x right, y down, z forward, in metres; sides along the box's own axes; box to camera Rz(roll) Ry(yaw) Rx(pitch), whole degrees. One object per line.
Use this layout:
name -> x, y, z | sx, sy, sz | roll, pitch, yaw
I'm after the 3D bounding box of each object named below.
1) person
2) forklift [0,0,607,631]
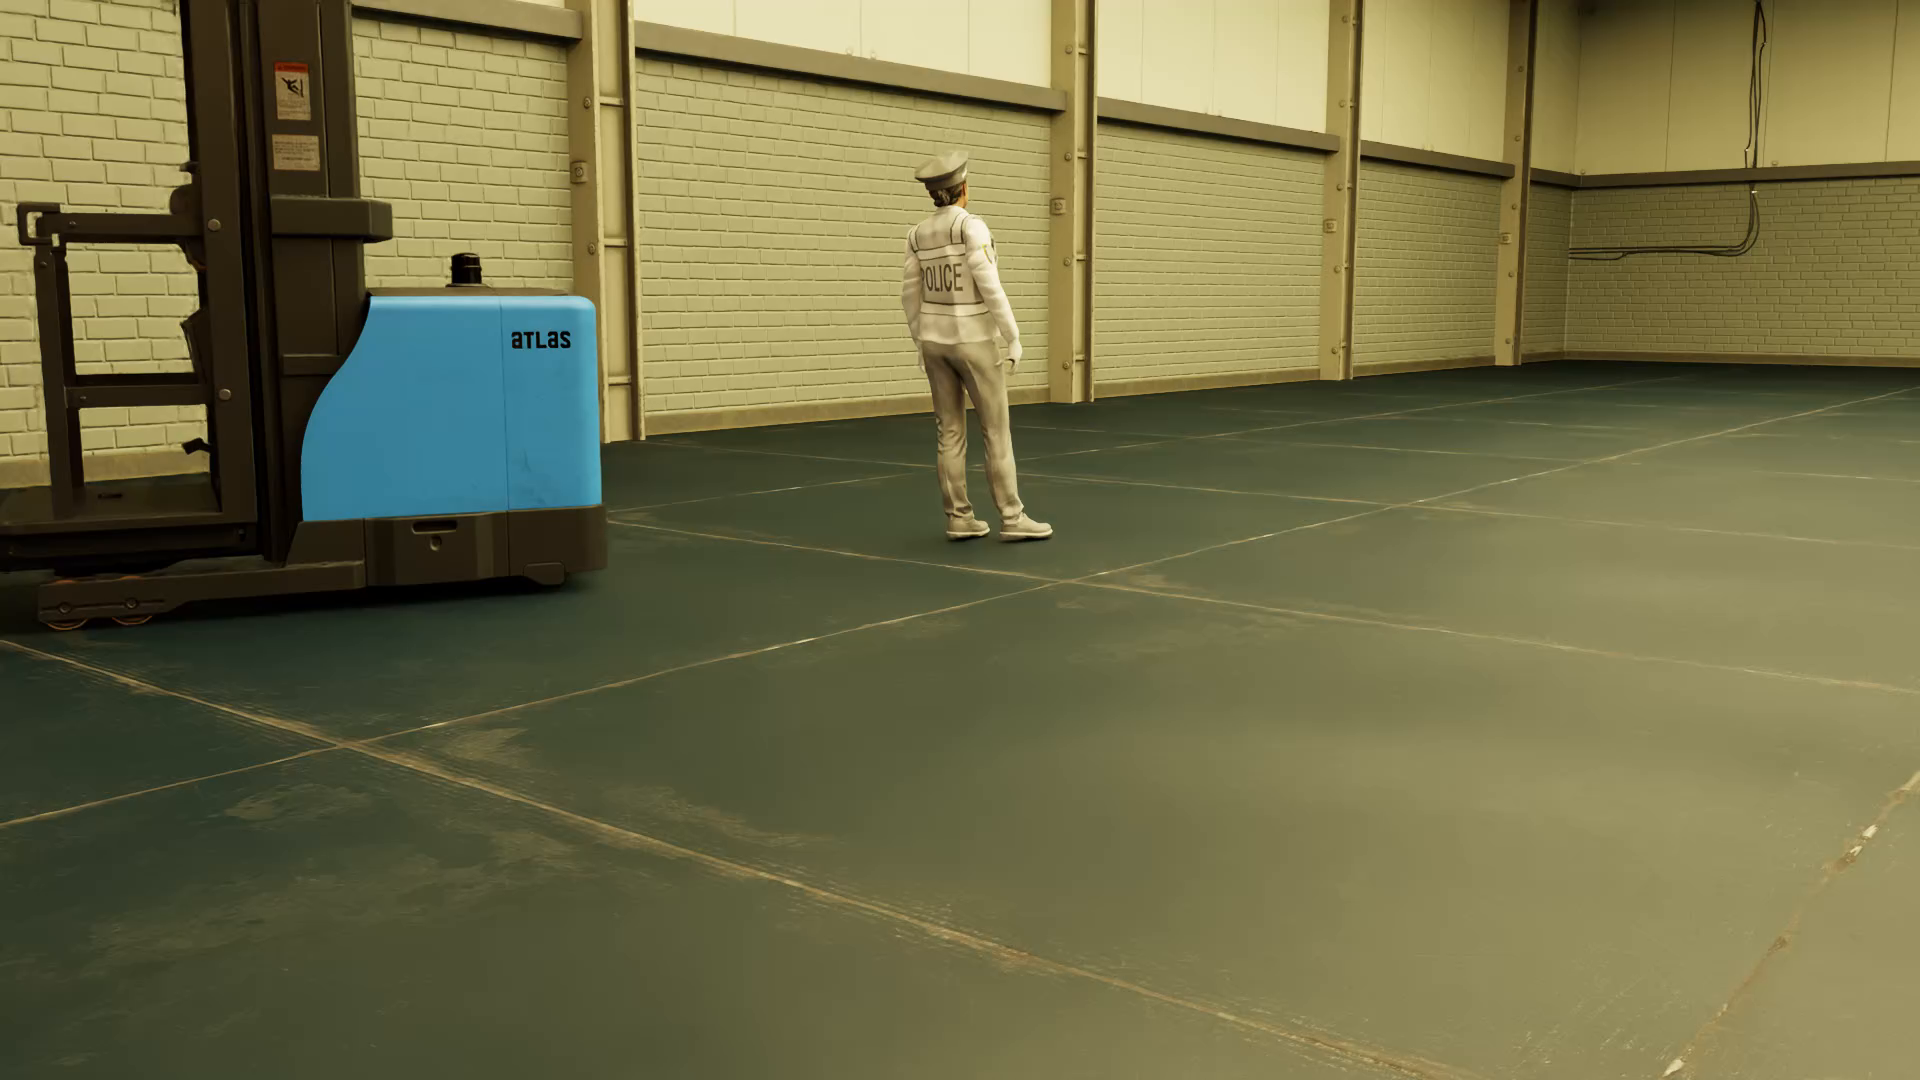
person -> 0.047, -0.852, 7.329 | 0.588, 1.696, 0.533 | 7, 11, 38
forklift -> -2.876, -1.243, 5.775 | 3.031, 2.935, 1.130 | -4, 9, -26
